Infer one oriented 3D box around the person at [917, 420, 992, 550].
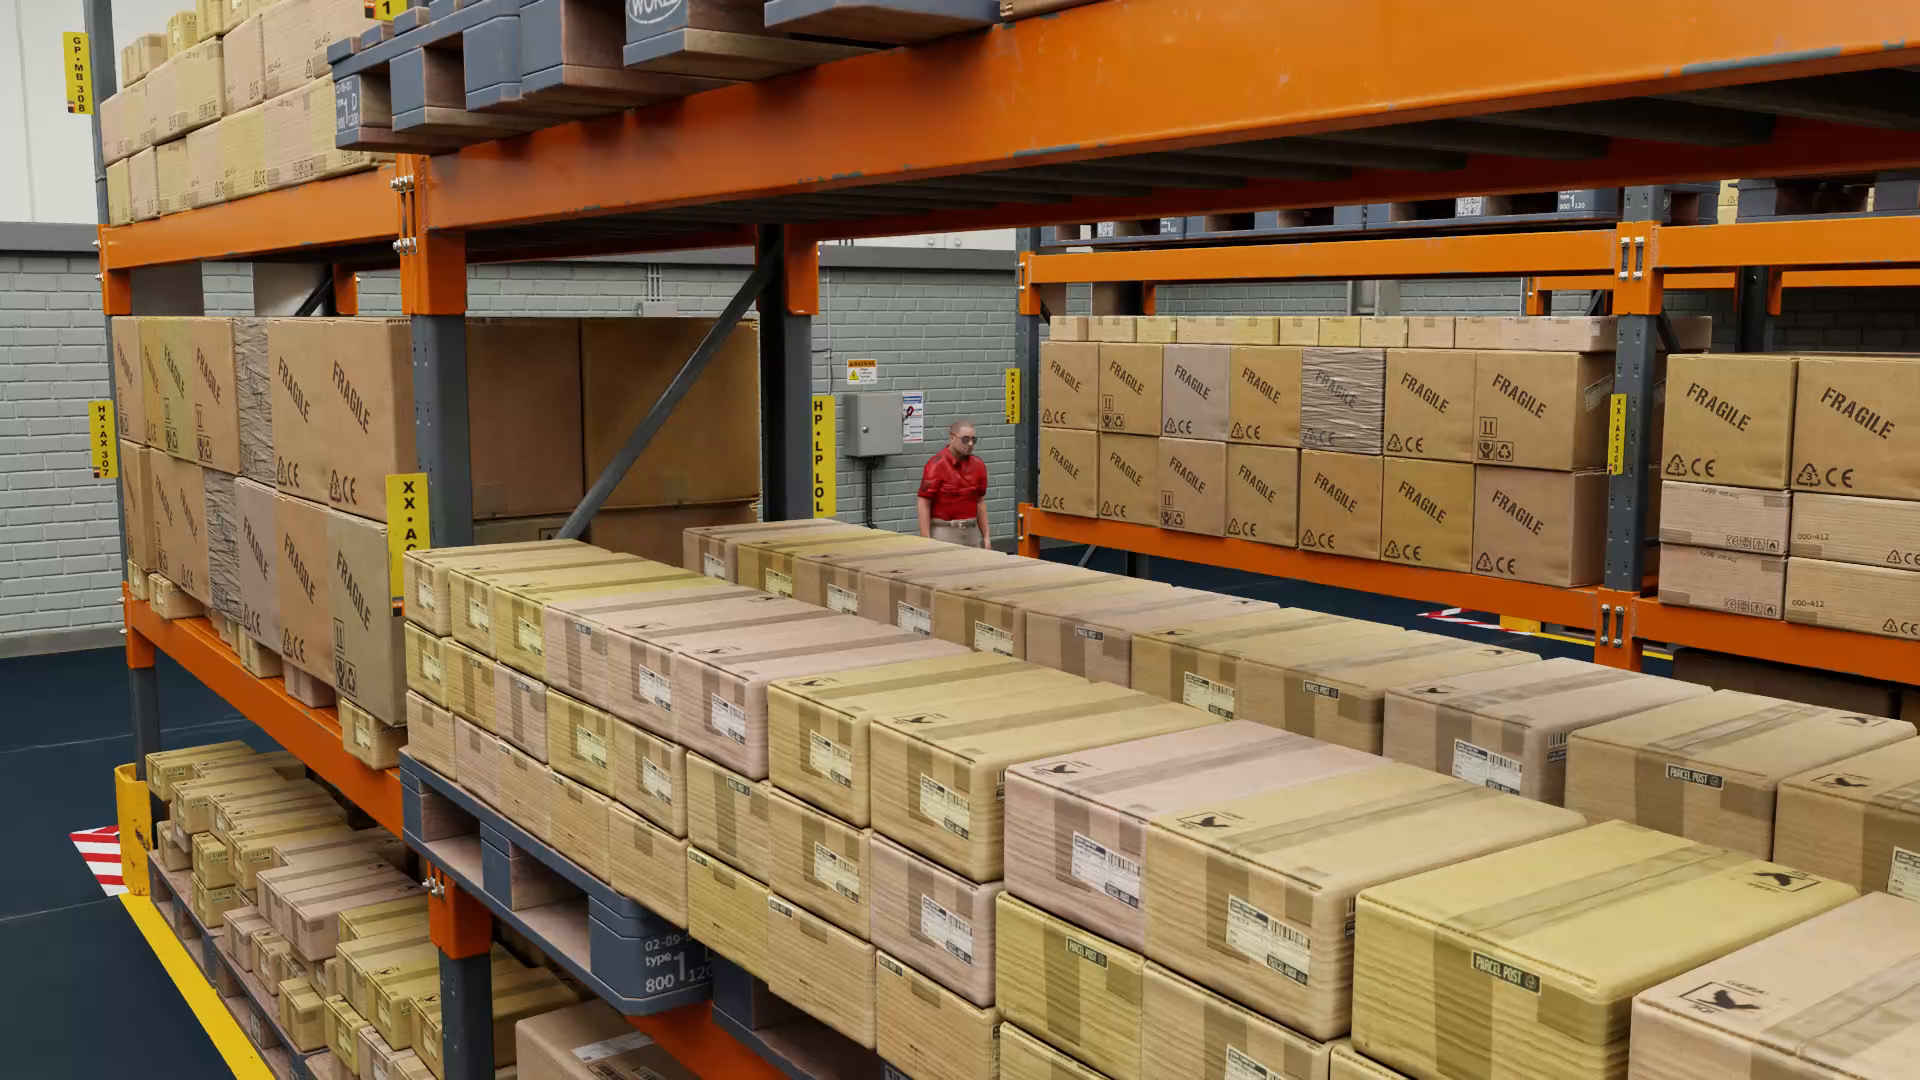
[{"bbox_3d":[-0.033,0.014,11.742,0.585,1.727,0.392,-6,9,-36],"label":"person"}]
